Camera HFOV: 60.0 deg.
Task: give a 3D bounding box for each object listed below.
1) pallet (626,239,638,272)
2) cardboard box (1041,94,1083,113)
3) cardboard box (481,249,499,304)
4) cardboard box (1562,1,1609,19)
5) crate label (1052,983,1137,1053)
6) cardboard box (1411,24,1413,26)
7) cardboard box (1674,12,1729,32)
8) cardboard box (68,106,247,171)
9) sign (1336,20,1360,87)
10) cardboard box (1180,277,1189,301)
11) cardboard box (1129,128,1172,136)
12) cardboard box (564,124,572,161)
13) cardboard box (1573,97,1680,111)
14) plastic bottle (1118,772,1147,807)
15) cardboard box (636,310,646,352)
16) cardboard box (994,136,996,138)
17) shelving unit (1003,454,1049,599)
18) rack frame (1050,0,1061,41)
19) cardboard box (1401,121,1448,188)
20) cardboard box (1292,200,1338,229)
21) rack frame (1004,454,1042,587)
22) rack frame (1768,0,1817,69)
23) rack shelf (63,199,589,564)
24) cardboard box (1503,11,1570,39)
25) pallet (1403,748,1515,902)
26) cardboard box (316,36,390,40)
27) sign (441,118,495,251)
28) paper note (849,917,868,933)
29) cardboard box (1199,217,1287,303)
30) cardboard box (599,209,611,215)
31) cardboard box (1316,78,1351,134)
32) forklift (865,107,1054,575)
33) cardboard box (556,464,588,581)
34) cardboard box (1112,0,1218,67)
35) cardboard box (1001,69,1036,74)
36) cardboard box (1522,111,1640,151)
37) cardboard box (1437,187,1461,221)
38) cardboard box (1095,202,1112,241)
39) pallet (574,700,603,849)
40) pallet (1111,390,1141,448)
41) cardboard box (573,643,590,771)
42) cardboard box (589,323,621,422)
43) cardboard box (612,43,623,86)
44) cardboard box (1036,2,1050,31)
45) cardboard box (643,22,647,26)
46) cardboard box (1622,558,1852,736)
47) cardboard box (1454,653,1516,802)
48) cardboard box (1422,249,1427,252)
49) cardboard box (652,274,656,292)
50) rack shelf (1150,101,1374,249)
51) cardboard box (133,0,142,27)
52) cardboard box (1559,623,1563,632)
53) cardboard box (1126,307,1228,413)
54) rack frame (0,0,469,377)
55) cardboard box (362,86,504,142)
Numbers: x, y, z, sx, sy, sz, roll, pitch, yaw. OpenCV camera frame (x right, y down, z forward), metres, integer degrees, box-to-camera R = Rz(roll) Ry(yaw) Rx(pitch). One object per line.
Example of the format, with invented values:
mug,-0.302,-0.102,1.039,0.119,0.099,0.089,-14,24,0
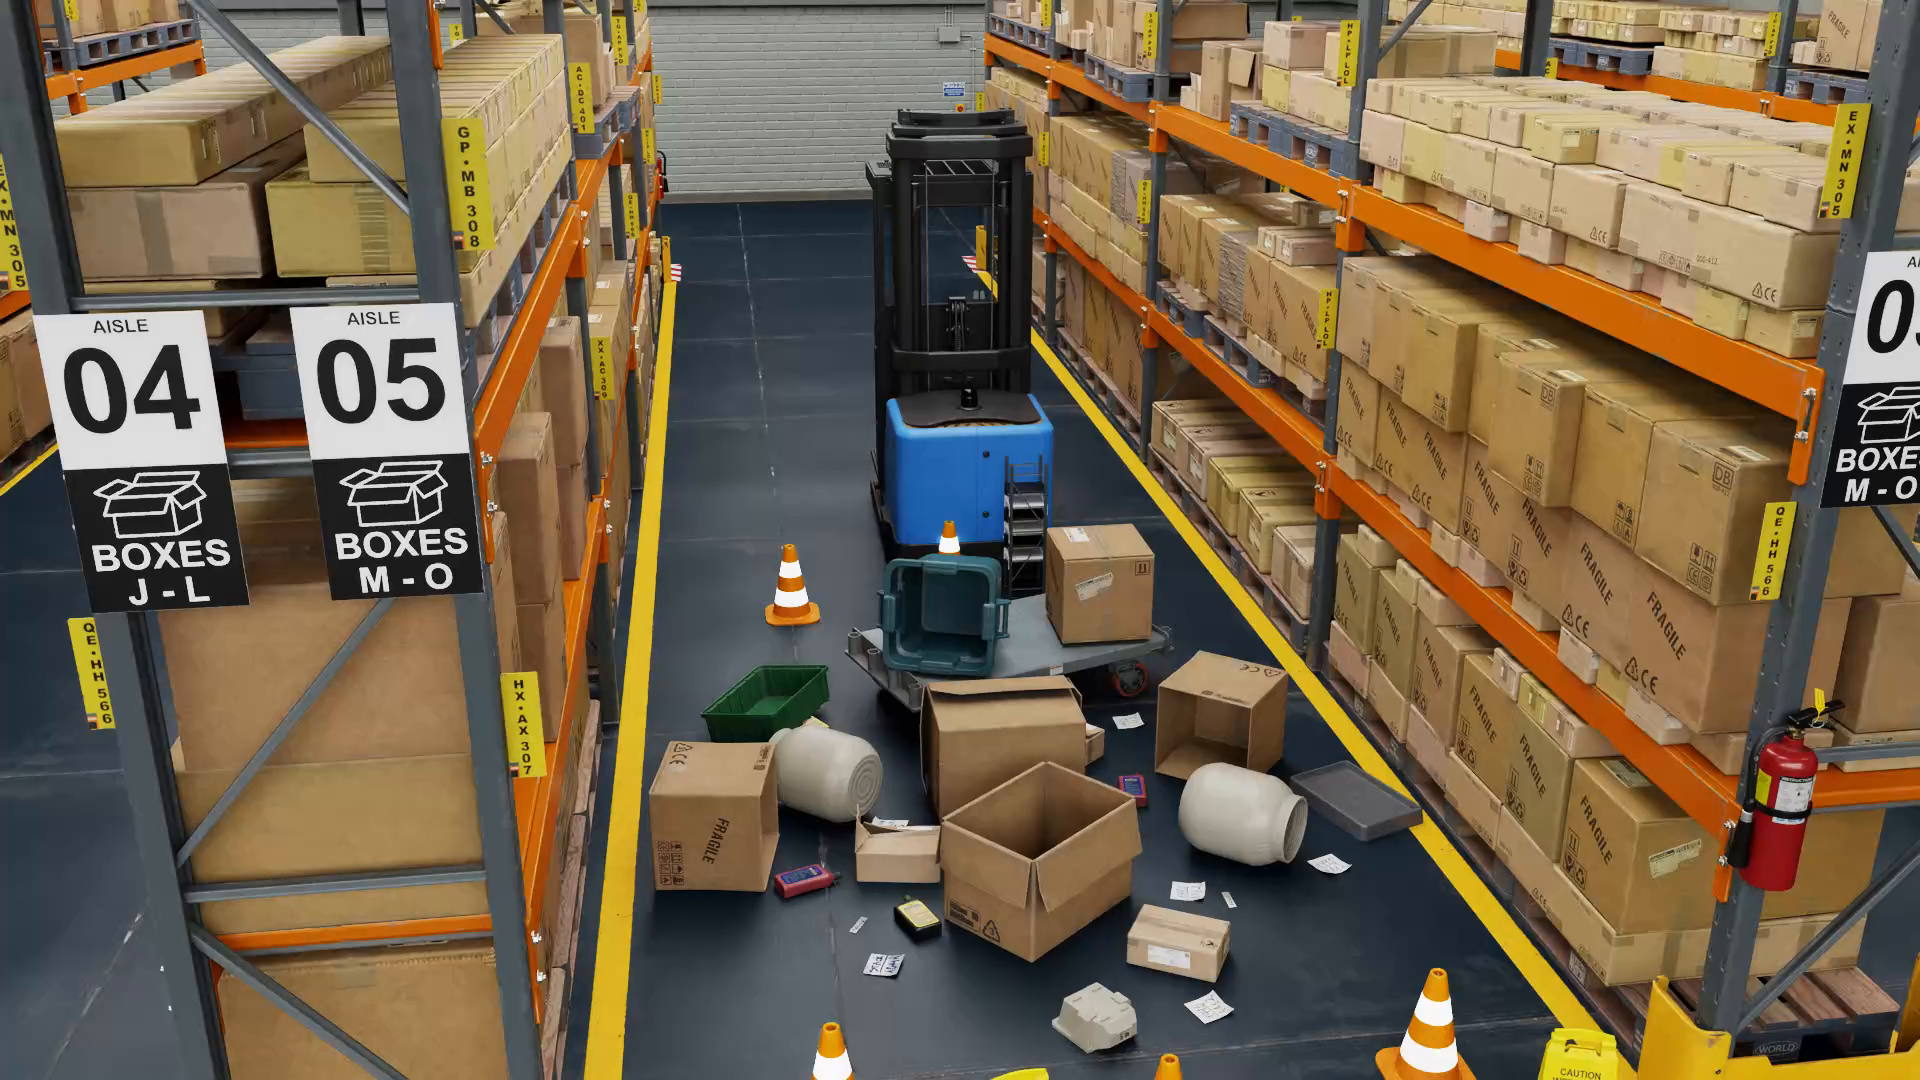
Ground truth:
pallet,-3.257,-2.373,14.056,1.003,0.211,1.213,-3,21,-8
cardboard box,1.017,-4.358,16.599,0.380,0.149,0.250,-3,21,-9
cardboard box,-1.547,-0.764,4.802,0.380,0.149,0.250,-3,21,-7
cardboard box,6.000,-5.067,15.898,0.380,0.149,0.250,-3,21,-9
crate label,0.543,1.868,6.519,0.250,0.136,0.298,-15,25,-35
cardboard box,5.590,-6.161,19.997,0.380,0.149,0.250,-3,21,-7
cardboard box,6.373,-4.443,14.256,0.380,0.149,0.250,-3,21,-9
cardboard box,-2.197,-1.100,4.563,0.380,0.149,0.250,-3,21,-7
sign,1.981,-2.482,8.484,0.100,0.325,0.005,-3,21,-8
cardboard box,1.817,-1.824,12.072,0.380,0.149,0.250,-4,21,-11
cardboard box,1.825,-3.467,15.139,0.500,0.500,0.500,-2,21,-6
cardboard box,-1.985,-1.815,7.618,0.380,0.149,0.250,-3,21,-8
cardboard box,2.957,-1.881,7.398,0.380,0.149,0.250,-3,21,-9
plastic bottle,0.860,1.239,8.311,0.133,0.061,0.283,1,20,2
cardboard box,-2.923,-1.755,14.028,0.500,0.250,0.500,-3,21,-7
cardboard box,0.685,-4.526,19.405,0.500,0.500,0.500,-3,21,-9
shelving unit,0.420,-0.085,10.657,0.258,0.900,0.210,-3,21,-7
rack frame,1.376,-6.259,15.613,1.000,3.000,0.127,-3,21,-8
cardboard box,2.405,-1.809,7.775,0.500,0.250,0.500,-3,21,-8
cardboard box,2.468,-2.198,11.220,0.380,0.149,0.250,-4,21,-10
rack frame,0.407,-0.120,10.752,0.240,0.900,0.006,-3,21,-7
rack frame,6.864,-5.126,12.579,1.000,3.000,0.127,-3,21,-8
rack shelf,-2.066,-0.770,6.232,1.077,0.370,4.000,-3,21,-8
cardboard box,5.970,-5.329,17.200,0.500,0.250,0.500,-3,21,-8
pallet,2.840,1.281,7.984,1.003,0.211,1.213,-3,21,-8
cardboard box,-2.638,-2.156,7.390,0.380,0.149,0.250,-3,21,-7
sign,-1.228,-0.887,4.154,0.100,0.325,0.005,-3,21,-8
paper note,-0.440,1.672,7.225,0.032,0.001,0.123,8,22,20
cardboard box,1.954,-1.916,11.390,0.500,0.500,0.500,-3,21,-7
cardboard box,-2.878,-2.485,12.990,0.380,0.149,0.250,-3,21,-8
cardboard box,2.302,-2.406,9.197,0.500,0.250,0.500,-3,21,-9
forklift,-0.078,-1.592,11.789,1.130,2.935,3.031,-3,21,-7
cardboard box,-2.188,-0.148,7.611,0.875,0.550,0.550,-3,21,-8
cardboard box,1.622,-4.046,13.231,0.700,0.500,0.500,-4,21,-10
cardboard box,0.685,-5.429,19.465,0.380,0.149,0.250,-2,21,-6
cardboard box,2.558,-1.680,6.860,0.380,0.149,0.250,-3,21,-7
cardboard box,2.456,-1.584,7.741,0.380,0.149,0.250,-2,21,-6
cardboard box,1.460,-2.736,14.255,0.500,0.250,0.500,-3,21,-9
pallet,-2.322,1.179,8.257,1.003,0.211,1.213,-3,21,-8
pallet,1.914,-1.034,14.184,1.003,0.211,1.213,-3,21,-8
cardboard box,-2.333,0.626,8.191,0.875,0.875,0.875,-3,21,-7
cardboard box,-2.307,-0.985,9.923,0.500,0.500,0.500,-3,21,-8
cardboard box,-2.750,-3.442,12.216,0.500,0.500,0.500,-3,21,-8
cardboard box,0.967,-5.240,16.619,0.396,0.266,0.258,-2,21,-6
cardboard box,-3.618,-5.391,17.791,0.500,0.250,0.500,-2,21,-5
cardboard box,2.755,0.346,5.935,0.500,0.500,0.500,-3,21,-9
cardboard box,2.588,0.826,7.475,0.500,0.500,0.500,-3,21,-9
cardboard box,5.767,-3.409,19.528,0.500,0.500,0.500,-3,21,-7
cardboard box,-3.465,-2.753,17.848,0.380,0.149,0.250,-3,21,-8
rack shelf,2.241,-2.440,10.702,1.077,0.370,4.000,-3,21,-8
cardboard box,-8.795,-5.475,16.914,0.700,0.500,0.500,-4,21,-11
cardboard box,2.713,0.350,6.852,0.380,0.149,0.250,-3,21,-7
cardboard box,1.935,-1.509,13.905,0.875,0.875,0.875,-3,21,-8
rack frame,-1.778,-1.820,3.727,1.000,3.000,0.127,-3,21,-8
cardboard box,-1.619,-1.309,5.122,0.380,0.149,0.250,-3,21,-7
